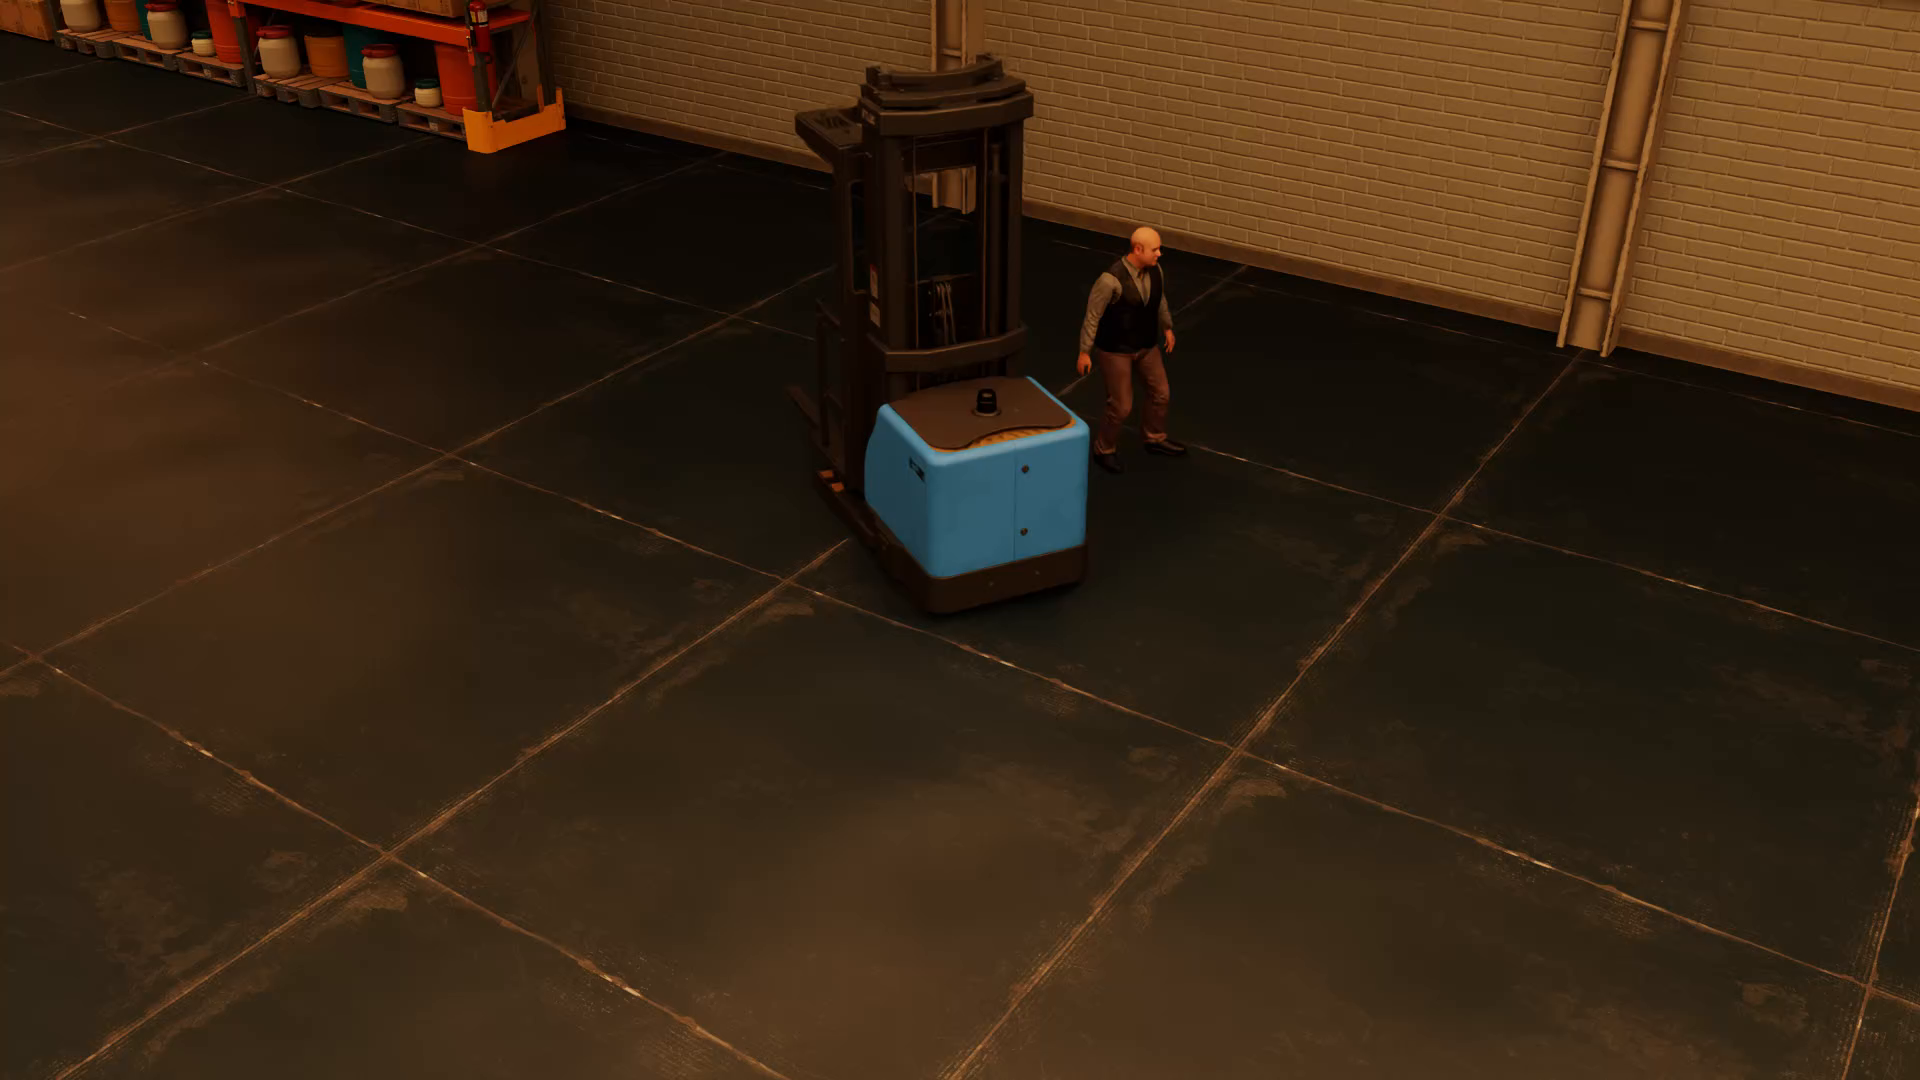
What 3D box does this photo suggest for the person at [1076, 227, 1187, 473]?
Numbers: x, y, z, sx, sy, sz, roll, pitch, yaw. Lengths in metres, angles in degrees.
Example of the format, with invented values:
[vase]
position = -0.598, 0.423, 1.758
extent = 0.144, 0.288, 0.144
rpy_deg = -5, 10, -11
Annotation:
[person]
position = 1.143, -1.280, 11.022
extent = 0.823, 1.695, 0.390
rpy_deg = -21, 36, -32

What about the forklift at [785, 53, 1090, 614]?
[forklift]
position = -0.316, -1.560, 10.268
extent = 1.130, 2.935, 3.031
rpy_deg = -13, 33, -21
